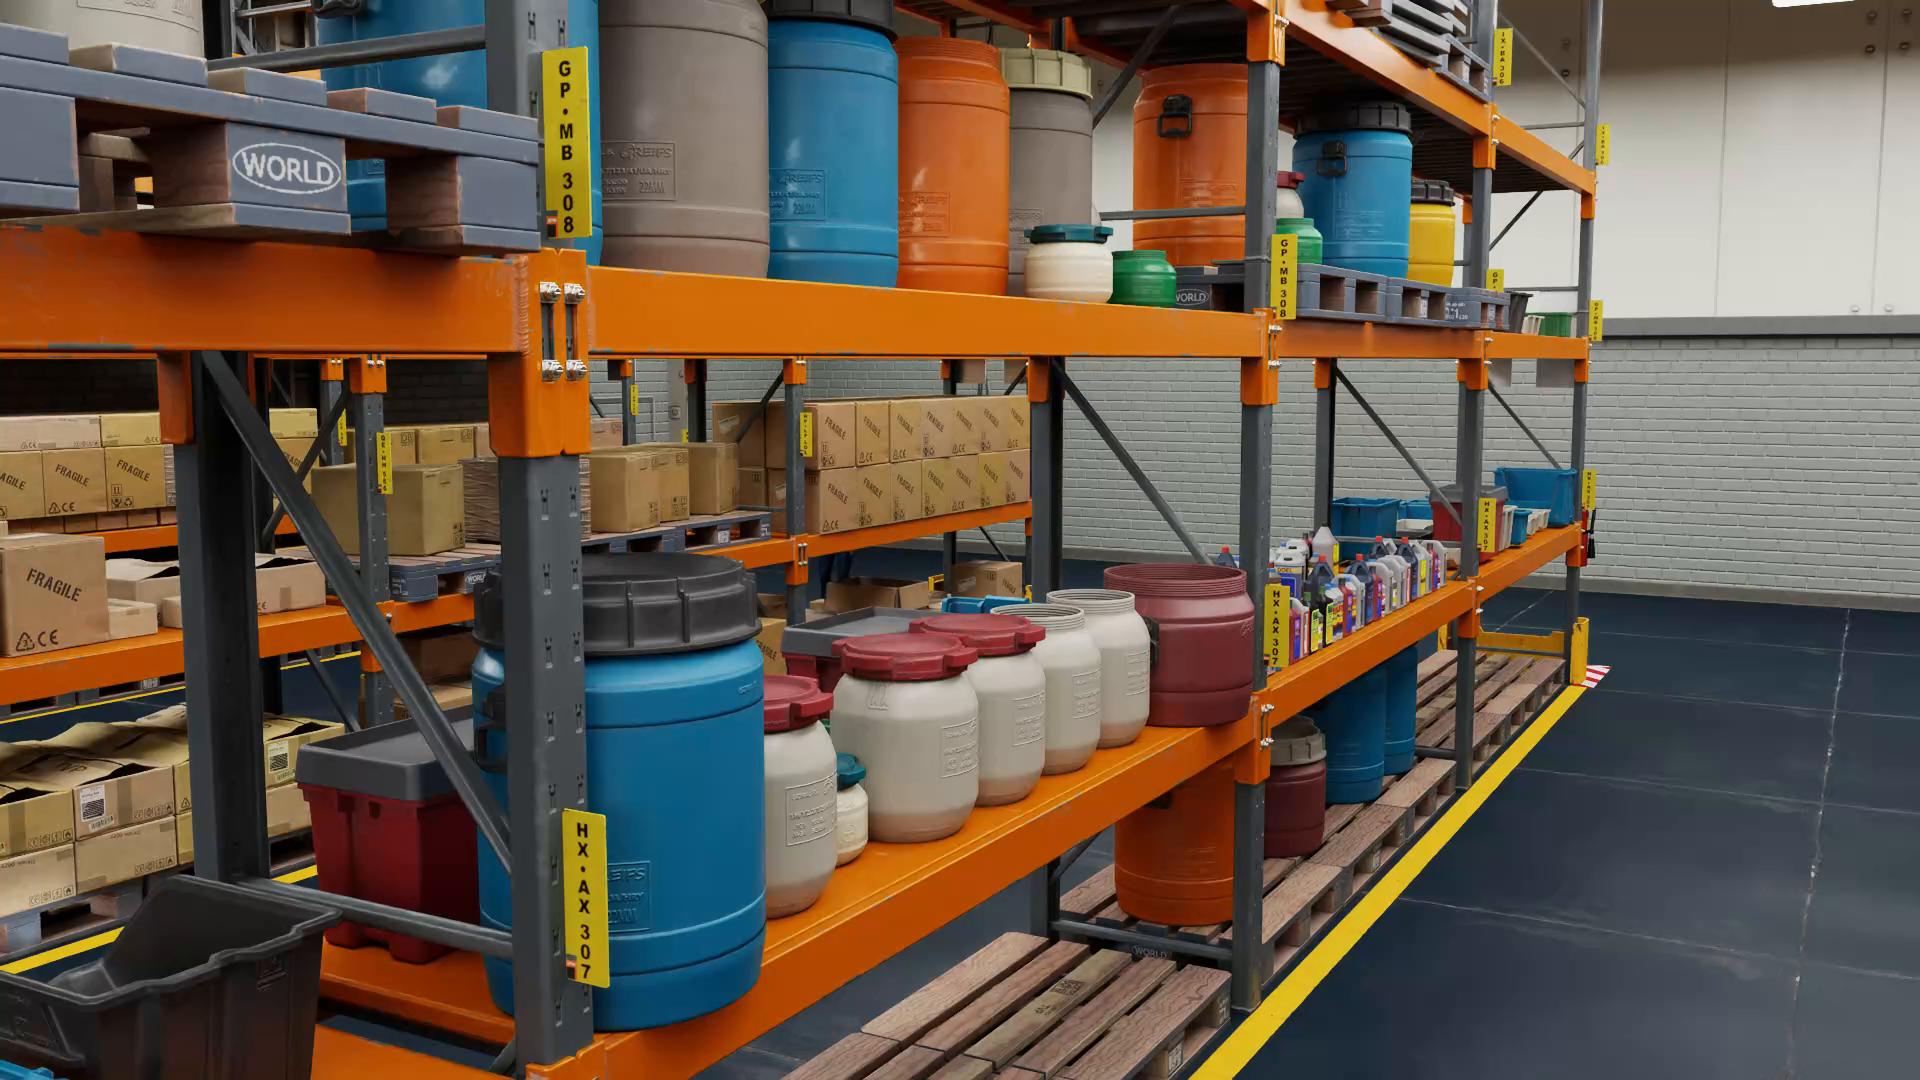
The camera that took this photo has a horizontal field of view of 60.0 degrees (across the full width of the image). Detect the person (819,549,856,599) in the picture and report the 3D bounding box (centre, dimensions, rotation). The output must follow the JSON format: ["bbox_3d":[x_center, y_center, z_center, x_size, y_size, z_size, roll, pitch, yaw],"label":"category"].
[{"bbox_3d":[-1.245,0.040,16.707,0.468,1.591,0.346,3,7,23],"label":"person"}]
